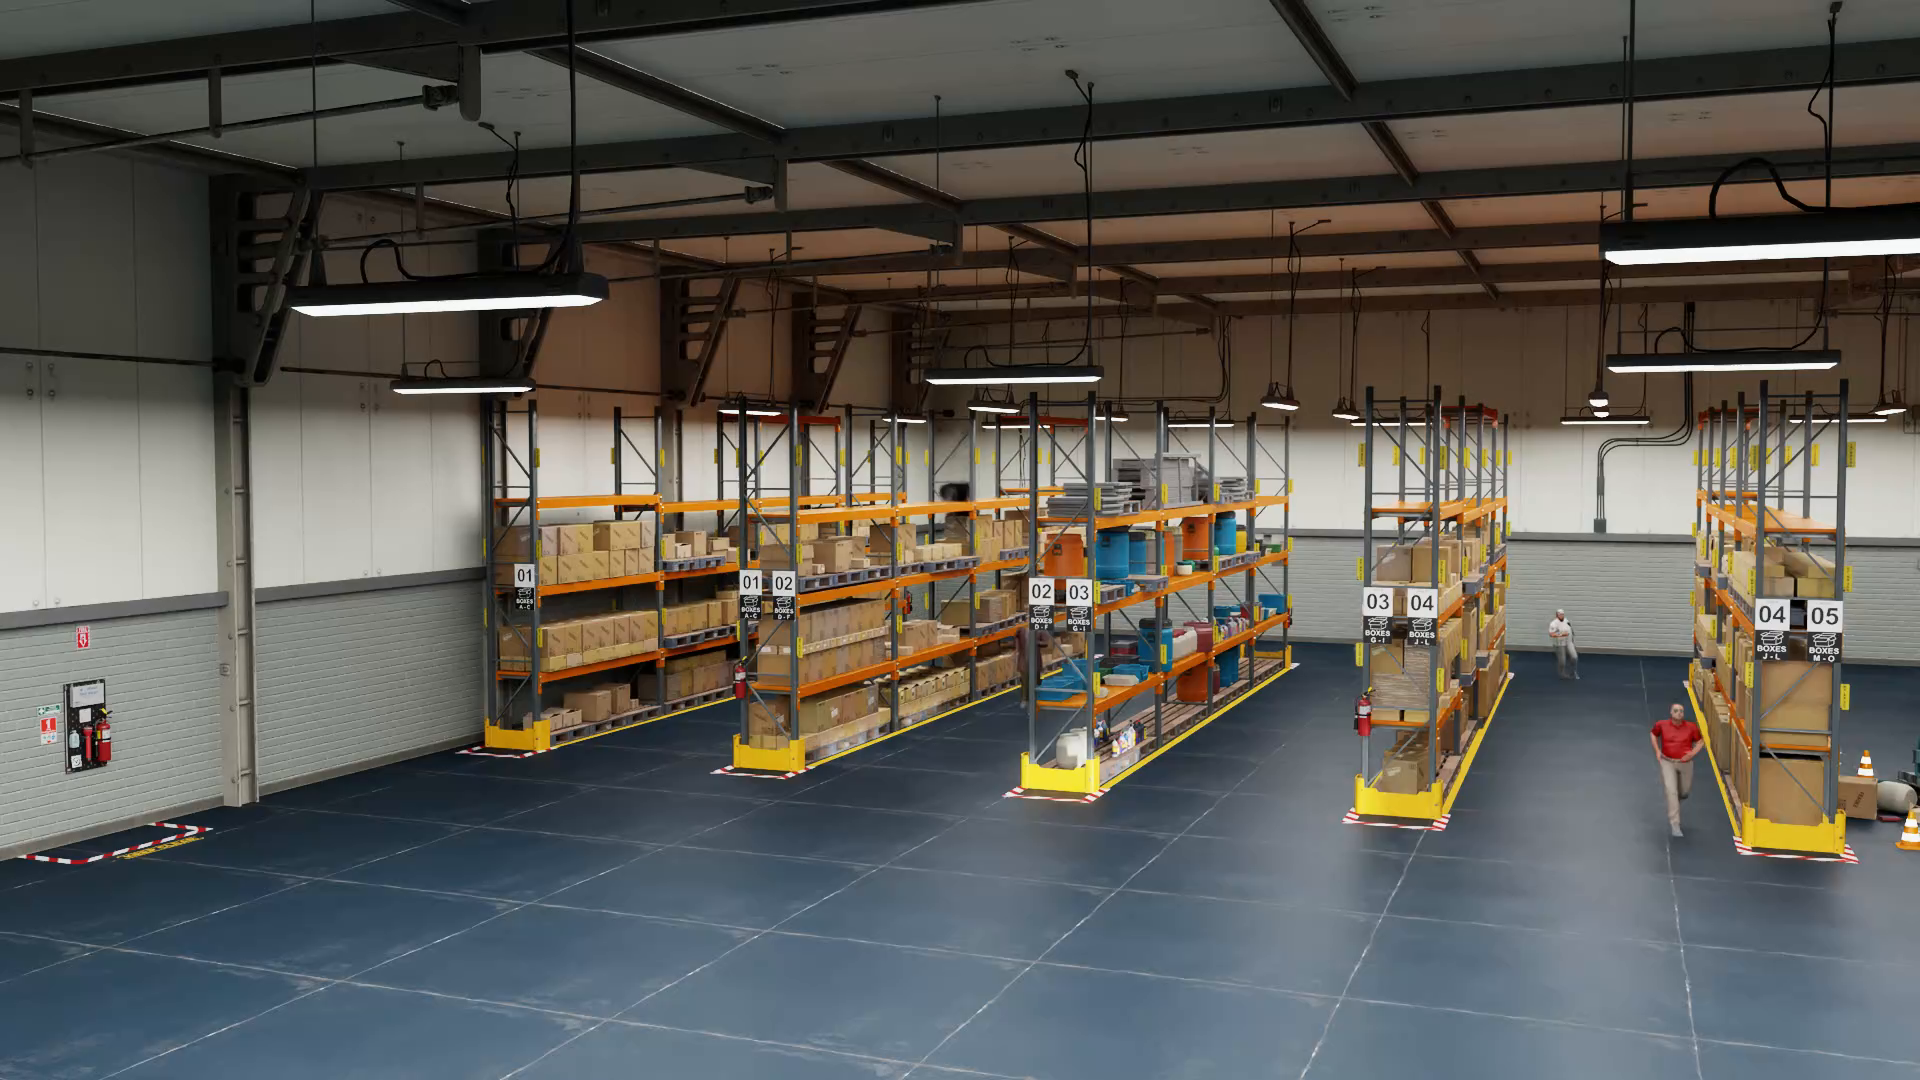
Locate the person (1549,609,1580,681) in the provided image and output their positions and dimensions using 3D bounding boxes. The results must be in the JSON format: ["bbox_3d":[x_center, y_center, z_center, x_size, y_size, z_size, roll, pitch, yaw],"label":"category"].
[{"bbox_3d":[13.581,2.355,37.459,0.698,1.630,0.659,0,3,-6],"label":"person"}]

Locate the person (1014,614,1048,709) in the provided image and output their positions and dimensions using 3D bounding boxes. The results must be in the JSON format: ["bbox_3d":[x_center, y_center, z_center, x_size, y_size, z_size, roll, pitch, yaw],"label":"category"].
[{"bbox_3d":[1.324,2.289,31.382,0.704,1.830,1.005,1,3,13],"label":"person"}]

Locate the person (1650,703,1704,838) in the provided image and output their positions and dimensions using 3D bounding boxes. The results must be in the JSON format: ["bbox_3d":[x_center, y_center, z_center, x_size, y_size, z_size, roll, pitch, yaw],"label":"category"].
[{"bbox_3d":[9.673,3.066,22.420,0.624,1.755,1.125,1,3,10],"label":"person"}]
